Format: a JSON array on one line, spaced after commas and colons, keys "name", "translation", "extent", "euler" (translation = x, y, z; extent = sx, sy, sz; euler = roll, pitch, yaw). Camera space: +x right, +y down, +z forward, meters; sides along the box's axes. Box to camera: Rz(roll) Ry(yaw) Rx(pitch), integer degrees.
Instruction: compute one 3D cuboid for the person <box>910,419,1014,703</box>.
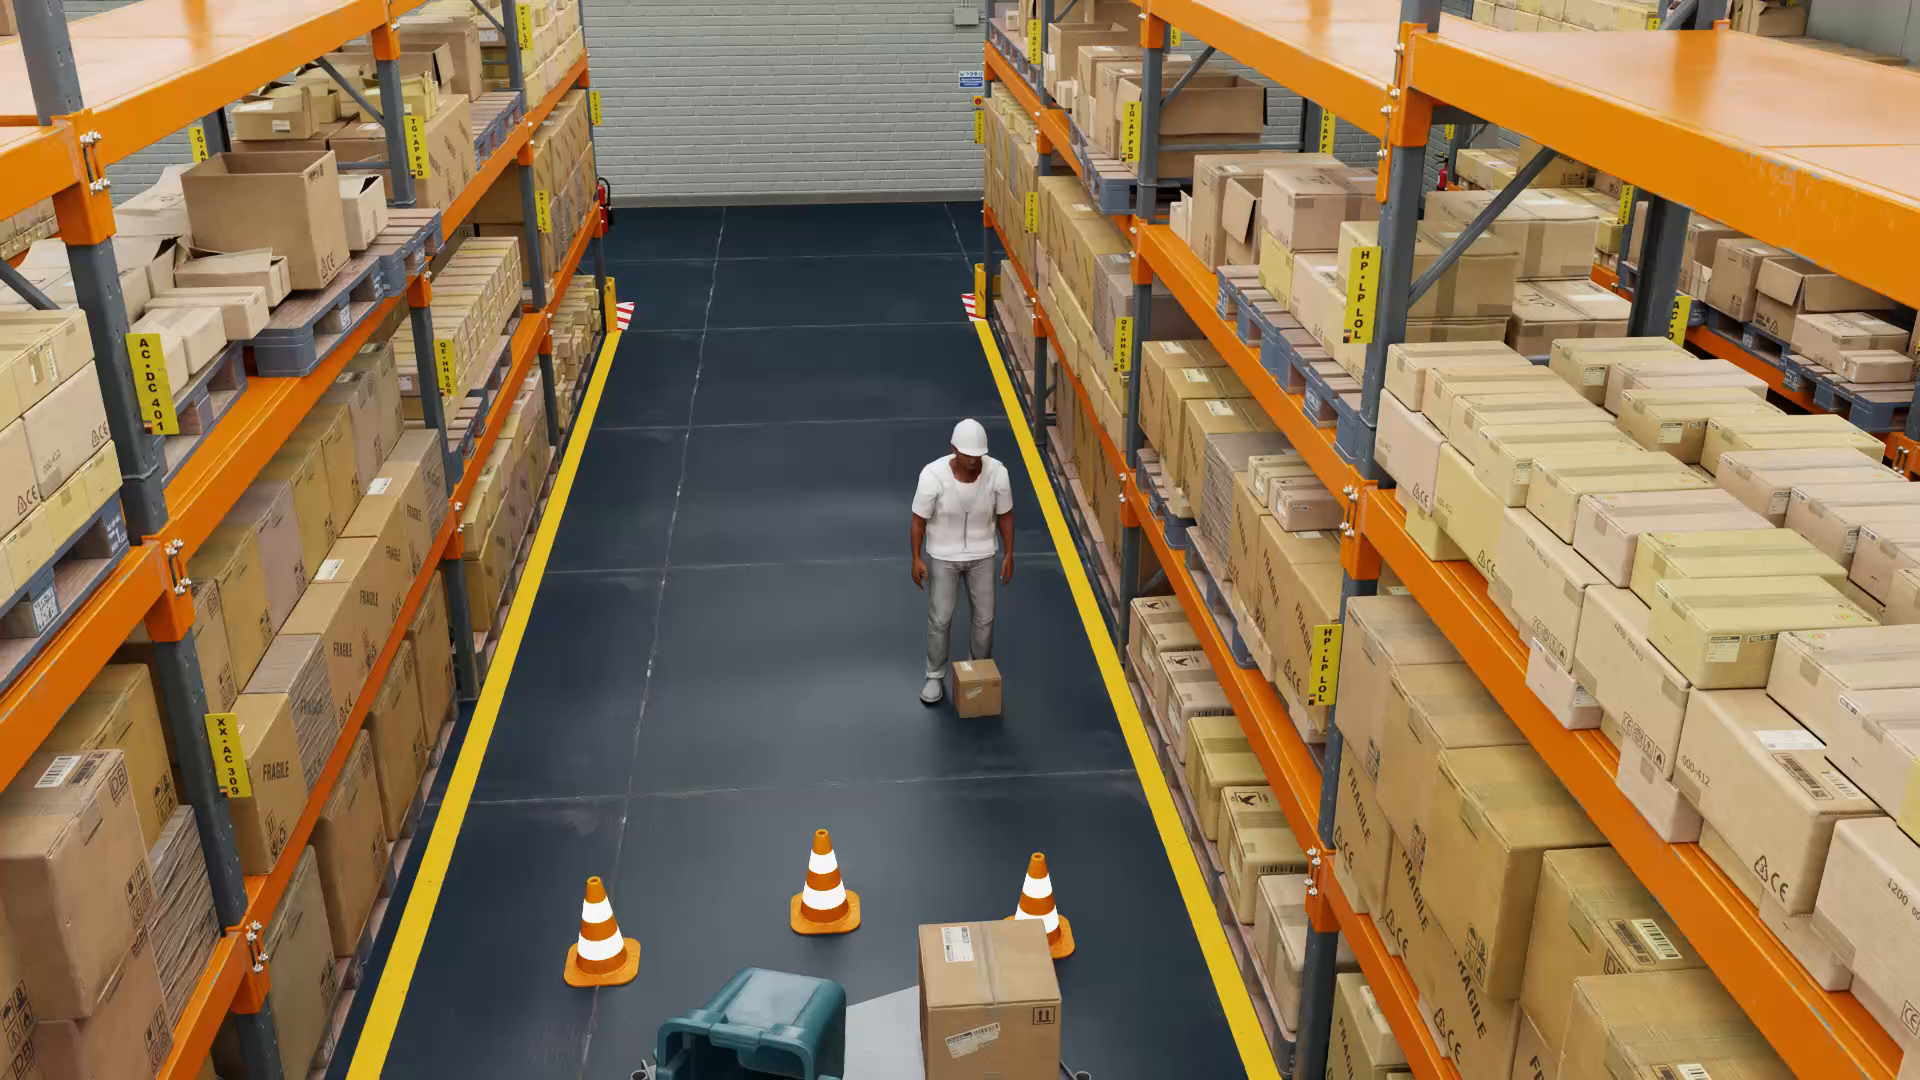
[{"name": "person", "translation": [0.019, 0.106, 9.833], "extent": [0.626, 1.760, 0.458], "euler": [-4, 24, -9]}]
